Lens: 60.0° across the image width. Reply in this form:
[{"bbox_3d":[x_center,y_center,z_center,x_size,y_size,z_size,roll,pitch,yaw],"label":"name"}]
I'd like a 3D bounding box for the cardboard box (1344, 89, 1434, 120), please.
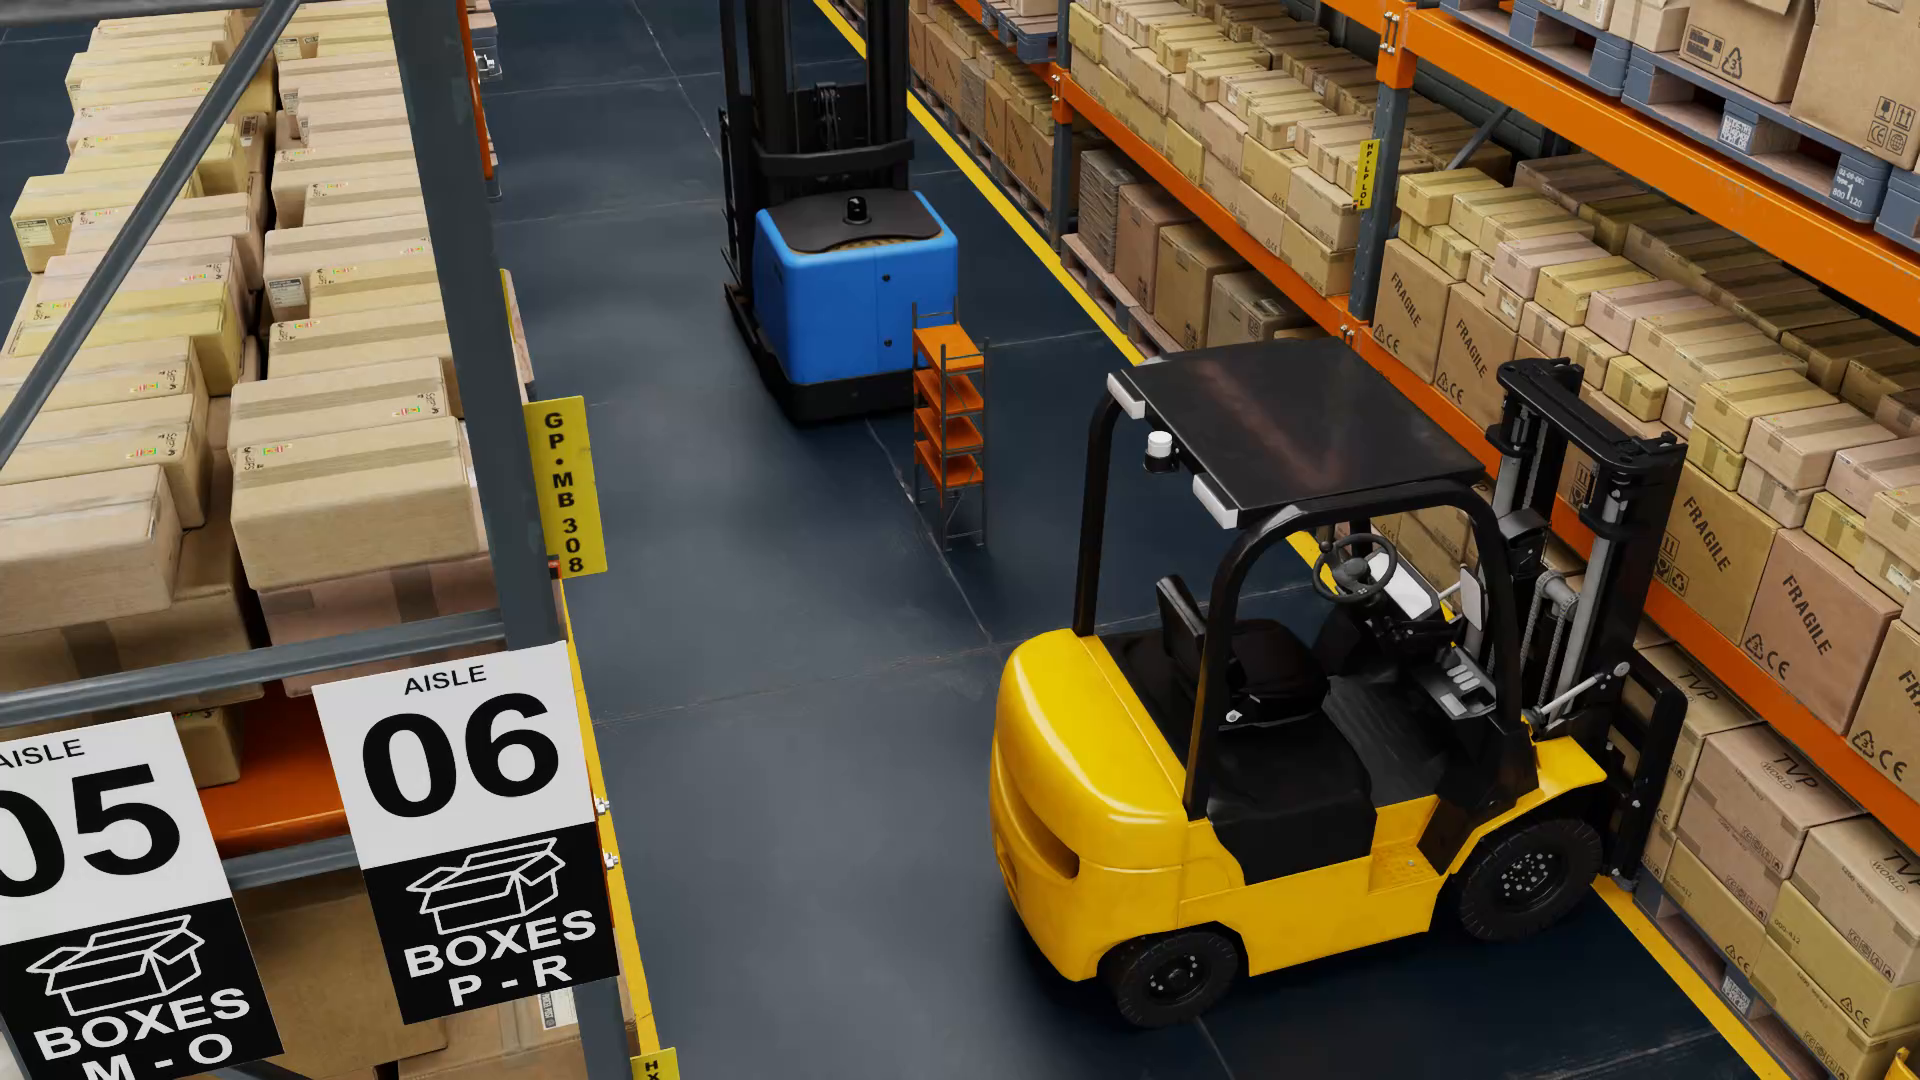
[{"bbox_3d":[2.254,-2.251,8.757,0.380,0.149,0.250,-10,35,-15],"label":"cardboard box"}]

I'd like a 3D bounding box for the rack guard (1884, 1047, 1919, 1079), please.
[{"bbox_3d":[3.589,1.849,5.499,1.175,0.500,0.348,-10,35,-15],"label":"rack guard"}]

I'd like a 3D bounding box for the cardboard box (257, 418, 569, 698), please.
[{"bbox_3d":[-1.044,0.008,3.162,0.500,0.250,0.500,-11,35,-16],"label":"cardboard box"}]

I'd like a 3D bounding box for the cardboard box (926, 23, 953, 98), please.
[{"bbox_3d":[0.027,-4.070,14.074,0.500,0.500,0.500,-10,35,-15],"label":"cardboard box"}]

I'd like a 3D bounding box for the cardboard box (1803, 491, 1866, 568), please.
[{"bbox_3d":[3.018,-0.062,5.443,0.380,0.149,0.250,-10,35,-15],"label":"cardboard box"}]

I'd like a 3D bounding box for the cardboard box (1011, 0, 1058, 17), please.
[{"bbox_3d":[0.576,-3.758,11.563,0.380,0.149,0.250,-9,35,-14],"label":"cardboard box"}]

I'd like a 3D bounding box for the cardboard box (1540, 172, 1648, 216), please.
[{"bbox_3d":[2.784,-1.488,7.332,0.380,0.149,0.250,-11,35,-16],"label":"cardboard box"}]

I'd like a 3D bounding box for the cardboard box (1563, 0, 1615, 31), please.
[{"bbox_3d":[2.444,-1.980,6.061,0.380,0.149,0.250,-9,35,-13],"label":"cardboard box"}]

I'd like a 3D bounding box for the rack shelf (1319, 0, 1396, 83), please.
[{"bbox_3d":[1.752,-3.308,8.967,1.077,0.370,4.000,-10,35,-15],"label":"rack shelf"}]

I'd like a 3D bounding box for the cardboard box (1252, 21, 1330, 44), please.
[{"bbox_3d":[1.943,-2.933,9.789,0.380,0.149,0.250,-11,35,-16],"label":"cardboard box"}]

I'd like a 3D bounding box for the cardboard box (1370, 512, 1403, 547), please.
[{"bbox_3d":[2.216,-0.237,8.048,0.500,0.250,0.500,-10,35,-15],"label":"cardboard box"}]

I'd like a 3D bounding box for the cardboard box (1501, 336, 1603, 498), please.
[{"bbox_3d":[2.579,-0.535,6.749,0.500,0.500,0.500,-10,35,-15],"label":"cardboard box"}]

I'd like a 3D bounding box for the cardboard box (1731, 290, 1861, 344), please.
[{"bbox_3d":[3.155,-0.810,6.307,0.380,0.149,0.250,-9,35,-13],"label":"cardboard box"}]

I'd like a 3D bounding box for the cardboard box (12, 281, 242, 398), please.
[{"bbox_3d":[-1.694,-0.392,3.406,0.380,0.149,0.250,-10,35,-14],"label":"cardboard box"}]

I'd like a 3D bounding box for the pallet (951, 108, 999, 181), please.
[{"bbox_3d":[0.582,-3.281,13.524,1.003,0.211,1.213,-10,35,-15],"label":"pallet"}]

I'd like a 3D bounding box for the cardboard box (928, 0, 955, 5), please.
[{"bbox_3d":[-0.097,-4.673,14.129,0.380,0.149,0.250,-12,35,-17],"label":"cardboard box"}]

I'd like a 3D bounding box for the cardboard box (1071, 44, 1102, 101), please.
[{"bbox_3d":[1.044,-3.070,10.812,0.500,0.250,0.500,-10,35,-15],"label":"cardboard box"}]

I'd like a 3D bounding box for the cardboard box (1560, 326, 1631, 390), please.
[{"bbox_3d":[2.572,-0.731,6.456,0.380,0.149,0.250,-11,35,-16],"label":"cardboard box"}]

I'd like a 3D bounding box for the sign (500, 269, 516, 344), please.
[{"bbox_3d":[-1.850,-0.927,6.646,0.100,0.325,0.005,-10,35,-15],"label":"sign"}]

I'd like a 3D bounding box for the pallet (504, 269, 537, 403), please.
[{"bbox_3d":[-2.459,-0.816,7.438,1.003,0.211,1.213,-10,35,-15],"label":"pallet"}]

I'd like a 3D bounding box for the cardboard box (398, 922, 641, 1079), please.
[{"bbox_3d":[-1.024,1.169,3.900,0.500,0.500,0.500,-11,35,-15],"label":"cardboard box"}]

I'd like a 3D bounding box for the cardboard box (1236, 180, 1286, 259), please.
[{"bbox_3d":[1.800,-1.728,8.780,0.500,0.250,0.500,-10,35,-15],"label":"cardboard box"}]

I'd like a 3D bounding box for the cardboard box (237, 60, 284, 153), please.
[{"bbox_3d":[-2.324,-1.237,5.046,0.500,0.250,0.500,-10,35,-15],"label":"cardboard box"}]

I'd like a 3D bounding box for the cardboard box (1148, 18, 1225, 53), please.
[{"bbox_3d":[1.341,-2.970,9.844,0.380,0.149,0.250,-10,35,-14],"label":"cardboard box"}]

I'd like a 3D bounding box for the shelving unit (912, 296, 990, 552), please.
[{"bbox_3d":[-0.051,-0.587,8.551,0.258,1.200,0.503,-10,35,-15],"label":"shelving unit"}]

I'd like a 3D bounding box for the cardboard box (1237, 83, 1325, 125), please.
[{"bbox_3d":[1.699,-2.295,8.823,0.380,0.149,0.250,-11,35,-16],"label":"cardboard box"}]

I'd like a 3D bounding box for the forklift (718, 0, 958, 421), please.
[{"bbox_3d":[-0.930,-2.721,10.210,1.130,2.935,3.031,-10,35,-15],"label":"forklift"}]

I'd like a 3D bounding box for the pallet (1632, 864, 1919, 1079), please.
[{"bbox_3d":[3.309,1.562,6.194,1.003,0.211,1.213,-10,35,-15],"label":"pallet"}]

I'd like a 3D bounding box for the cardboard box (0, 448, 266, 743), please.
[{"bbox_3d":[-1.557,0.094,3.033,0.500,0.250,0.500,-10,35,-15],"label":"cardboard box"}]

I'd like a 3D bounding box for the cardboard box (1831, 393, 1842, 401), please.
[{"bbox_3d":[3.280,-0.549,6.181,0.380,0.149,0.250,-10,35,-15],"label":"cardboard box"}]

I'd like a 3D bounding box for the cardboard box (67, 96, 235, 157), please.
[{"bbox_3d":[-2.129,-1.055,4.409,0.380,0.149,0.250,-11,35,-15],"label":"cardboard box"}]

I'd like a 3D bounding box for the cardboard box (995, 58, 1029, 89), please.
[{"bbox_3d":[0.485,-3.587,12.756,0.380,0.149,0.250,-11,35,-15],"label":"cardboard box"}]

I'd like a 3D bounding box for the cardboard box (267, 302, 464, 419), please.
[{"bbox_3d":[-1.168,-0.341,3.330,0.380,0.149,0.250,-10,35,-15],"label":"cardboard box"}]

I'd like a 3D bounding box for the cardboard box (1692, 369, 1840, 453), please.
[{"bbox_3d":[2.787,-0.449,5.760,0.380,0.149,0.250,-9,35,-14],"label":"cardboard box"}]

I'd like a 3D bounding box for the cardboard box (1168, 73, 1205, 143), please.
[{"bbox_3d":[1.518,-2.474,9.456,0.500,0.250,0.500,-10,35,-14],"label":"cardboard box"}]

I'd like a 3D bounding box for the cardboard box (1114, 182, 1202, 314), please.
[{"bbox_3d":[1.526,-1.920,10.708,0.875,0.625,0.625,-9,34,-13],"label":"cardboard box"}]

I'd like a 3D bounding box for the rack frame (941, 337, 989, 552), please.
[{"bbox_3d":[0.024,-0.459,8.357,0.240,1.200,0.015,-10,35,-15],"label":"rack frame"}]

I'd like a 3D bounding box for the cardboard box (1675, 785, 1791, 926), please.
[{"bbox_3d":[2.993,1.089,6.041,0.500,0.250,0.500,-10,35,-15],"label":"cardboard box"}]

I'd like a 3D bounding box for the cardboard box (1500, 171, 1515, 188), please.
[{"bbox_3d":[2.451,-1.762,8.379,0.500,0.250,0.500,-11,35,-16],"label":"cardboard box"}]

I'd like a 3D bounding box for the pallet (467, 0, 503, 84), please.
[{"bbox_3d":[-2.451,-1.985,6.483,1.213,0.211,1.003,-10,35,-15],"label":"pallet"}]

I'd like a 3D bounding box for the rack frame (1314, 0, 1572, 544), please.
[{"bbox_3d":[2.362,-1.307,8.007,1.000,3.000,0.127,-10,35,-15],"label":"rack frame"}]

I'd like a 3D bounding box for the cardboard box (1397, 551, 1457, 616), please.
[{"bbox_3d":[2.364,0.239,7.781,0.500,0.250,0.500,-11,35,-16],"label":"cardboard box"}]

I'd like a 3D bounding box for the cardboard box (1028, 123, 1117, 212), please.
[{"bbox_3d":[0.808,-2.725,12.040,0.500,0.500,0.500,-9,35,-13],"label":"cardboard box"}]

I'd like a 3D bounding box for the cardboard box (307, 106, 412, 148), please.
[{"bbox_3d":[-1.496,-1.022,4.359,0.380,0.149,0.250,-10,35,-14],"label":"cardboard box"}]

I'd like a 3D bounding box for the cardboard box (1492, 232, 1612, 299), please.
[{"bbox_3d":[2.410,-1.119,6.774,0.380,0.149,0.250,-9,35,-14],"label":"cardboard box"}]

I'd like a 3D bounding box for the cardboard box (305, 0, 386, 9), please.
[{"bbox_3d":[-1.907,-1.696,5.380,0.380,0.149,0.250,-11,35,-16],"label":"cardboard box"}]

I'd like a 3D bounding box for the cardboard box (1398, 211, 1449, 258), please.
[{"bbox_3d":[2.209,-1.408,7.480,0.380,0.149,0.250,-11,35,-15],"label":"cardboard box"}]

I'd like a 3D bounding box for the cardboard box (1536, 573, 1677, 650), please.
[{"bbox_3d":[2.672,0.361,6.689,0.500,0.250,0.500,-11,35,-16],"label":"cardboard box"}]

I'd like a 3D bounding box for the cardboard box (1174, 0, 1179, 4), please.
[{"bbox_3d":[1.434,-3.582,10.772,0.380,0.149,0.250,-9,34,-13],"label":"cardboard box"}]

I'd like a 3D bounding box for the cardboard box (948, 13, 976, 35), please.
[{"bbox_3d":[0.122,-4.270,13.789,0.380,0.149,0.250,-11,35,-16],"label":"cardboard box"}]
